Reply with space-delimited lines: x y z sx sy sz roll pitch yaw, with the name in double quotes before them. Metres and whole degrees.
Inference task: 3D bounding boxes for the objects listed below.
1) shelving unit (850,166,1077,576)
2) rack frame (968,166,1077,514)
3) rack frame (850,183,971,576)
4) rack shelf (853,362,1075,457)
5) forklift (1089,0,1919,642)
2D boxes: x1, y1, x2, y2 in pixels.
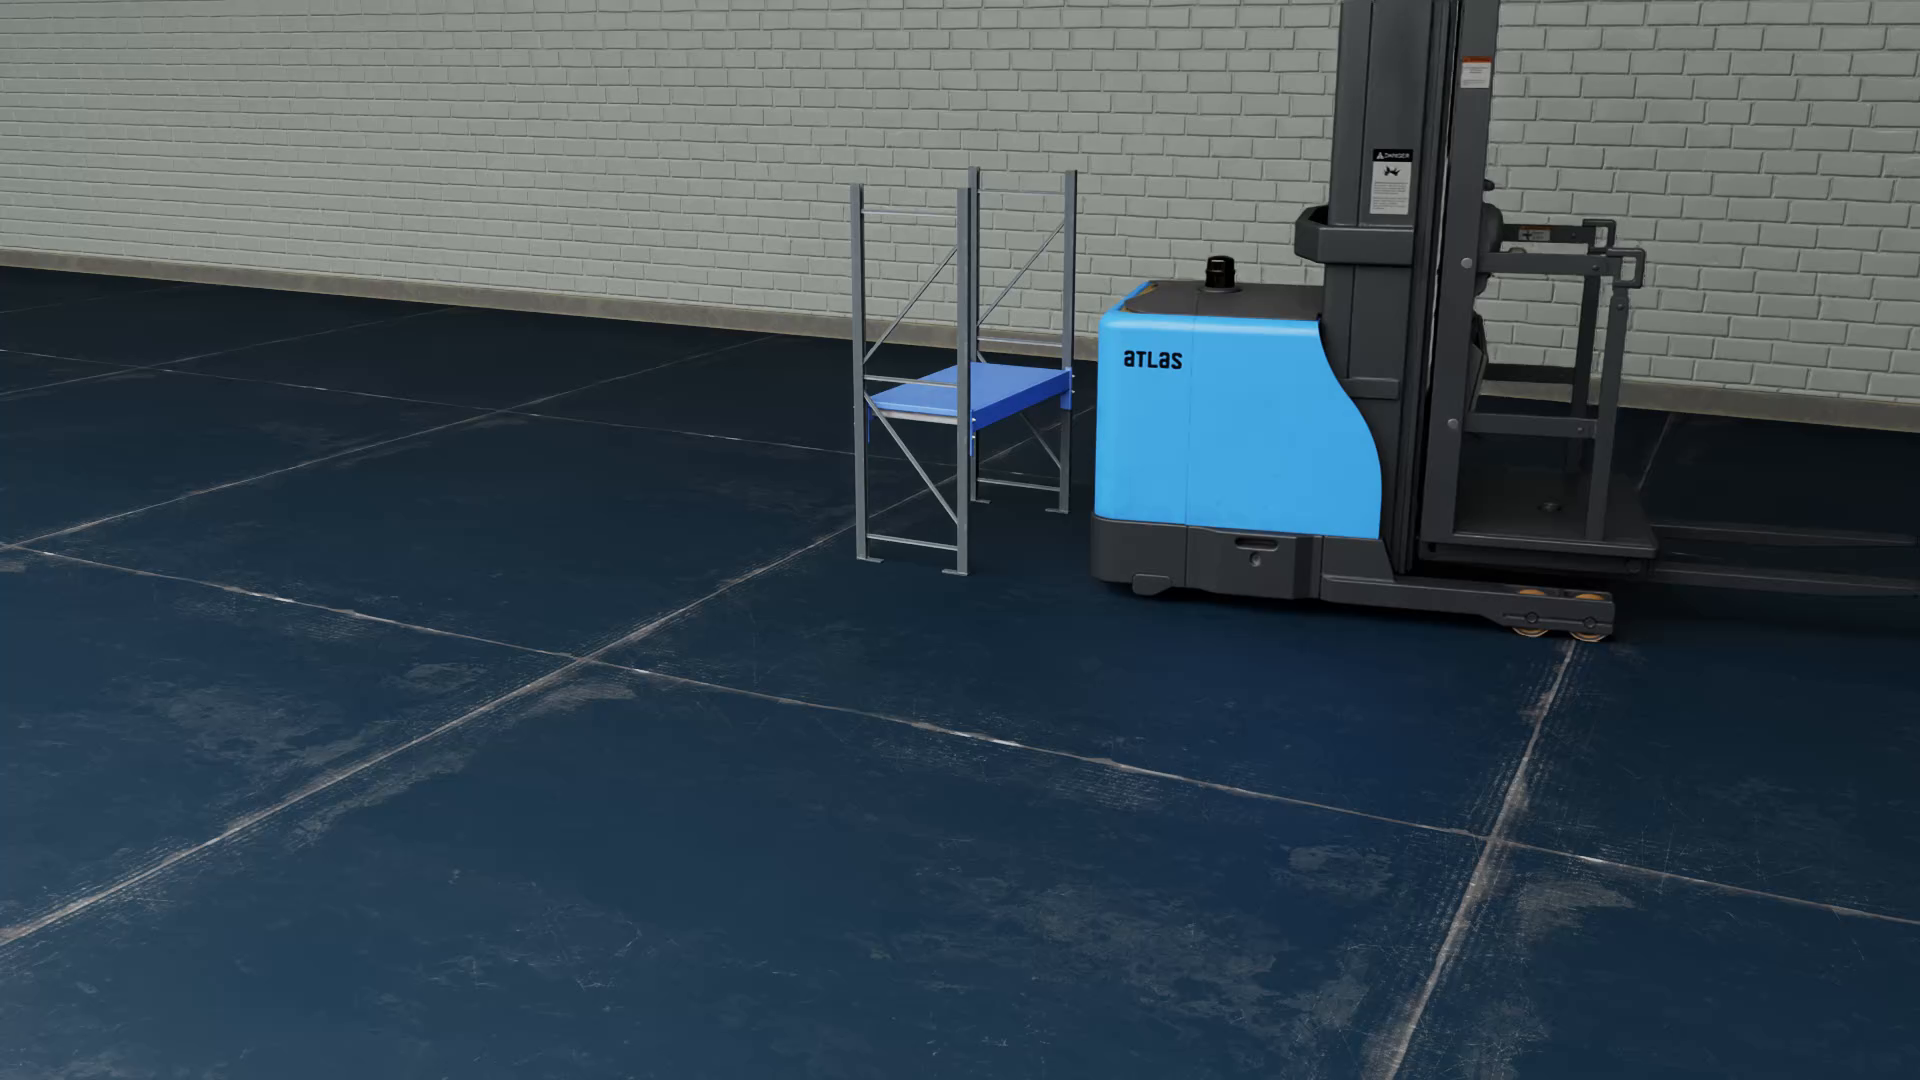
"shelving unit" 0.038 -0.741 6.884 0.538 1.500 1.048 8 18 25
"rack frame" 0.265 -0.870 7.320 0.500 1.500 0.032 8 18 25
"rack frame" -0.189 -0.611 6.448 0.500 1.500 0.032 8 18 25
"rack shelf" 0.038 -0.568 6.935 0.538 0.185 1.000 8 18 25
"forklift" 2.069 -1.216 5.970 3.031 2.935 1.130 4 17 15
